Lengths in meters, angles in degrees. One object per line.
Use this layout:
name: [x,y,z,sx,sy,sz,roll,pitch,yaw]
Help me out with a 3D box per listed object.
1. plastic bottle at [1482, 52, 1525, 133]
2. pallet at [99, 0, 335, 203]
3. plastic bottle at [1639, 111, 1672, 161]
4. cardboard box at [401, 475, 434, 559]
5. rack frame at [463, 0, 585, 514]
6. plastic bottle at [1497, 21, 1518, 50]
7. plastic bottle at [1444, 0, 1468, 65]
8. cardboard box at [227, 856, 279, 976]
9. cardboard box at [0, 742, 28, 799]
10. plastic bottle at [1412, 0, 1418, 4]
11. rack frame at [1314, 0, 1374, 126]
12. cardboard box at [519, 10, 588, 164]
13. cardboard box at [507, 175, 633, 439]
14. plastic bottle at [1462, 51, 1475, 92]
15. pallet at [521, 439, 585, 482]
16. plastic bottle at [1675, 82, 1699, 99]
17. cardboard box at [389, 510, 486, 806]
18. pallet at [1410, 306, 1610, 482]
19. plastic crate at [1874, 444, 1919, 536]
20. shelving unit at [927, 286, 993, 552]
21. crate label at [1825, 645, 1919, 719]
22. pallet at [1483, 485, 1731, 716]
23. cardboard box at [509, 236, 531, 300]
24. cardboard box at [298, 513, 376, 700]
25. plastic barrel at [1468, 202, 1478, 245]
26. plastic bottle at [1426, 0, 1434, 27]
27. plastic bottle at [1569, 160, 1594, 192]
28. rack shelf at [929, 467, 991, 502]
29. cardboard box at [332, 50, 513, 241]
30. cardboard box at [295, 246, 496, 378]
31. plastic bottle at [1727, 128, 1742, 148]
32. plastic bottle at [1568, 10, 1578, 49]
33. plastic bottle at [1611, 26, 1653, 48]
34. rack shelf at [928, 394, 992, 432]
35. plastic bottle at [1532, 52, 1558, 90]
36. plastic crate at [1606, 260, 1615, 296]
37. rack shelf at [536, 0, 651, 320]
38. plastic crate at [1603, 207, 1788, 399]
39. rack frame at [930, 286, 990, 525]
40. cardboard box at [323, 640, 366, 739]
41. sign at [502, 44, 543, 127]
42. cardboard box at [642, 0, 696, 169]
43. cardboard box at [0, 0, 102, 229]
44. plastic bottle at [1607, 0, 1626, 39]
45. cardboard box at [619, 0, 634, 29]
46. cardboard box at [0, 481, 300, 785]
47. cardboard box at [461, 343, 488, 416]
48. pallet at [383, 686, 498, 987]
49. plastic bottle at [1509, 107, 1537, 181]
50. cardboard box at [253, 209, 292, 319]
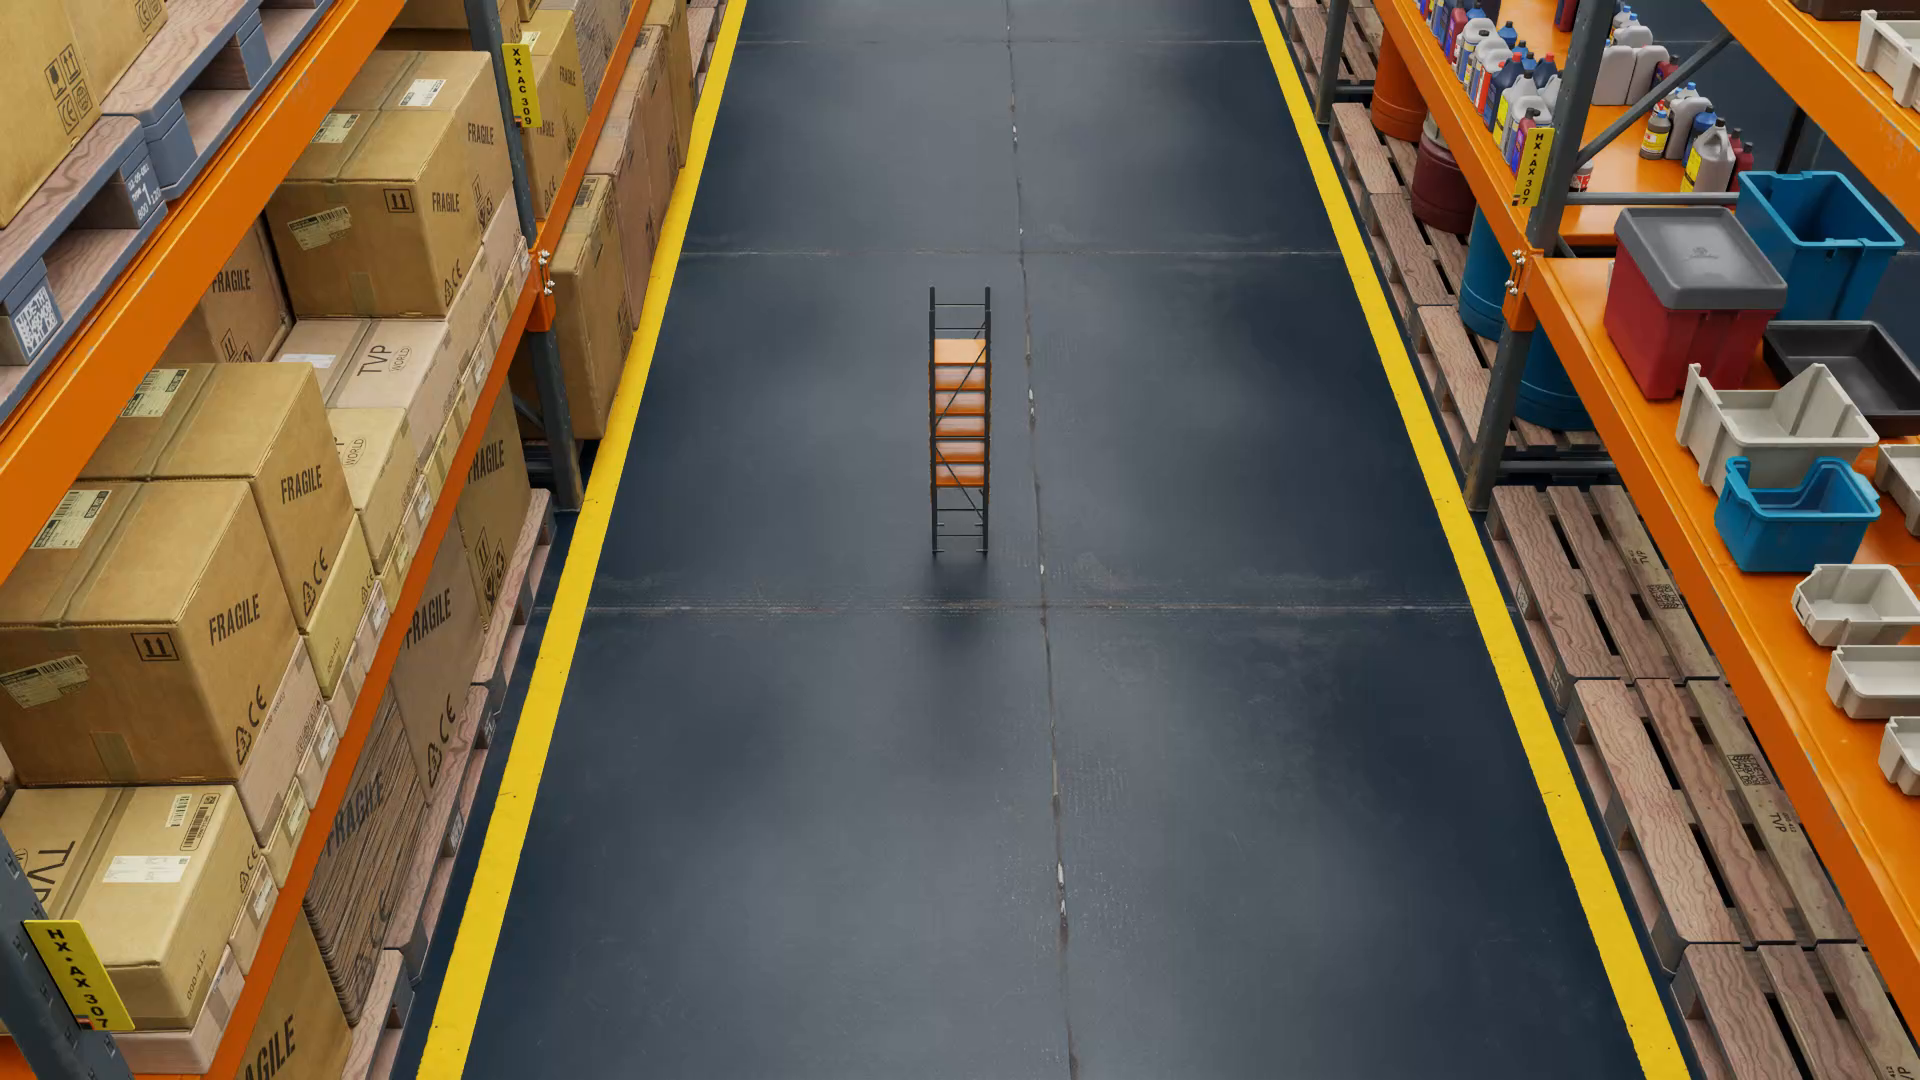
plastic bottle: [2.435,-2.000,7.386,0.144,0.351,0.185,0,39,0]
pallet: [-2.201,-1.189,4.007,1.003,0.211,1.213,0,39,0]
plastic bottle: [3.018,-1.758,7.204,0.097,0.201,0.097,0,39,0]
cardboard box: [-1.861,-0.074,5.145,0.380,0.149,0.250,1,39,1]
rack frame: [-2.190,-1.325,6.505,1.000,3.000,0.127,0,39,0]
plastic bottle: [2.563,-2.310,7.837,0.097,0.271,0.097,0,39,0]
plastic bottle: [2.392,-2.447,7.999,0.061,0.283,0.133,0,39,0]
cardboard box: [-1.857,0.891,3.940,0.380,0.149,0.250,-1,39,-1]
cardboard box: [-2.451,0.498,4.112,0.500,0.250,0.500,-1,39,-1]
plastic bottle: [2.409,-2.920,8.598,0.097,0.271,0.097,0,39,0]
rack frame: [2.758,-3.830,9.631,1.000,3.000,0.127,0,39,0]
cardboard box: [-1.942,-1.967,7.226,0.500,0.500,0.500,0,39,0]
cardboard box: [-2.211,-1.060,7.538,1.225,0.875,0.875,0,39,0]
plastic bottle: [2.411,-2.198,7.753,0.097,0.201,0.097,0,39,0]
pallet: [-2.266,-0.720,7.979,1.003,0.211,1.213,0,39,0]
plastic bottle: [3.170,-1.870,7.288,0.097,0.271,0.097,0,39,0]
cardboard box: [-2.268,0.315,5.821,0.875,0.875,0.875,0,39,0]
pallet: [2.804,-0.723,7.984,1.003,0.211,1.213,0,39,0]
plastic crate: [3.066,-0.161,5.215,0.293,0.136,0.466,0,39,0]
shelving unit: [0.000,-0.477,6.886,0.258,1.200,0.189,0,39,0]
crate label: [2.575,0.387,4.532,0.396,0.136,0.243,0,39,0]
pallet: [2.803,0.219,6.808,1.003,0.211,1.213,0,39,0]
cardboard box: [-1.862,-1.037,6.346,0.380,0.149,0.250,0,39,0]
cardboard box: [-1.920,0.179,4.510,0.500,0.250,0.500,-1,39,-2]
plastic barrel: [2.867,-1.658,8.574,0.421,0.512,0.421,0,39,0]
plastic bottle: [2.410,-2.715,8.342,0.097,0.271,0.097,0,39,0]
plastic bottle: [2.564,-1.509,6.894,0.097,0.201,0.097,0,39,0]
rack shelf: [0.000,-0.255,7.064,0.258,0.103,0.180,0,39,0]
cardboard box: [-1.922,-1.388,5.866,0.500,0.500,0.500,1,39,1]
cardboard box: [-1.924,-0.784,5.711,0.500,0.250,0.500,1,39,1]
plastic bottle: [3.189,-1.597,6.937,0.061,0.283,0.133,0,39,0]
plastic bottle: [3.025,-2.487,8.057,0.097,0.271,0.097,0,39,0]
plastic bottle: [3.142,-2.294,7.814,0.152,0.276,0.135,0,39,0]
rack shelf: [0.000,-0.536,6.839,0.258,0.103,0.180,0,39,0]
plastic bottle: [2.579,-2.000,7.387,0.144,0.351,0.185,0,39,0]
plastic crate: [2.621,-0.958,6.210,0.396,0.136,0.243,0,39,0]
rack shelf: [-2.192,-2.295,8.291,1.077,0.370,4.000,0,39,0]
plastic crate: [2.513,-0.819,5.774,0.402,0.464,0.583,0,39,0]
rack frame: [0.000,-0.534,6.957,0.240,1.200,0.006,0,39,0]
cardboard box: [-1.859,0.409,4.542,0.380,0.149,0.250,-1,39,-1]
sign: [-1.635,-1.696,6.212,0.100,0.325,0.005,0,39,0]
cardboard box: [-2.214,-2.730,9.621,1.225,0.875,0.875,-2,39,-2]
cardboard box: [-2.120,-0.914,3.097,0.700,0.500,0.500,-1,39,-2]
plastic bottle: [3.146,-2.545,8.067,0.144,0.351,0.185,0,39,0]
cardboard box: [-1.948,-2.921,8.416,0.500,0.500,0.500,-1,39,-2]
cardboard box: [-1.916,0.213,3.868,0.500,0.500,0.500,-1,39,-1]
cardboard box: [-1.861,-0.555,5.744,0.380,0.149,0.250,1,39,1]
pallet: [-2.263,1.003,5.830,1.003,0.211,1.213,0,39,0]
plastic bottle: [2.393,-1.674,7.034,0.061,0.283,0.133,0,39,0]
cardboard box: [-2.452,-1.068,5.466,0.500,0.500,0.500,0,39,0]
